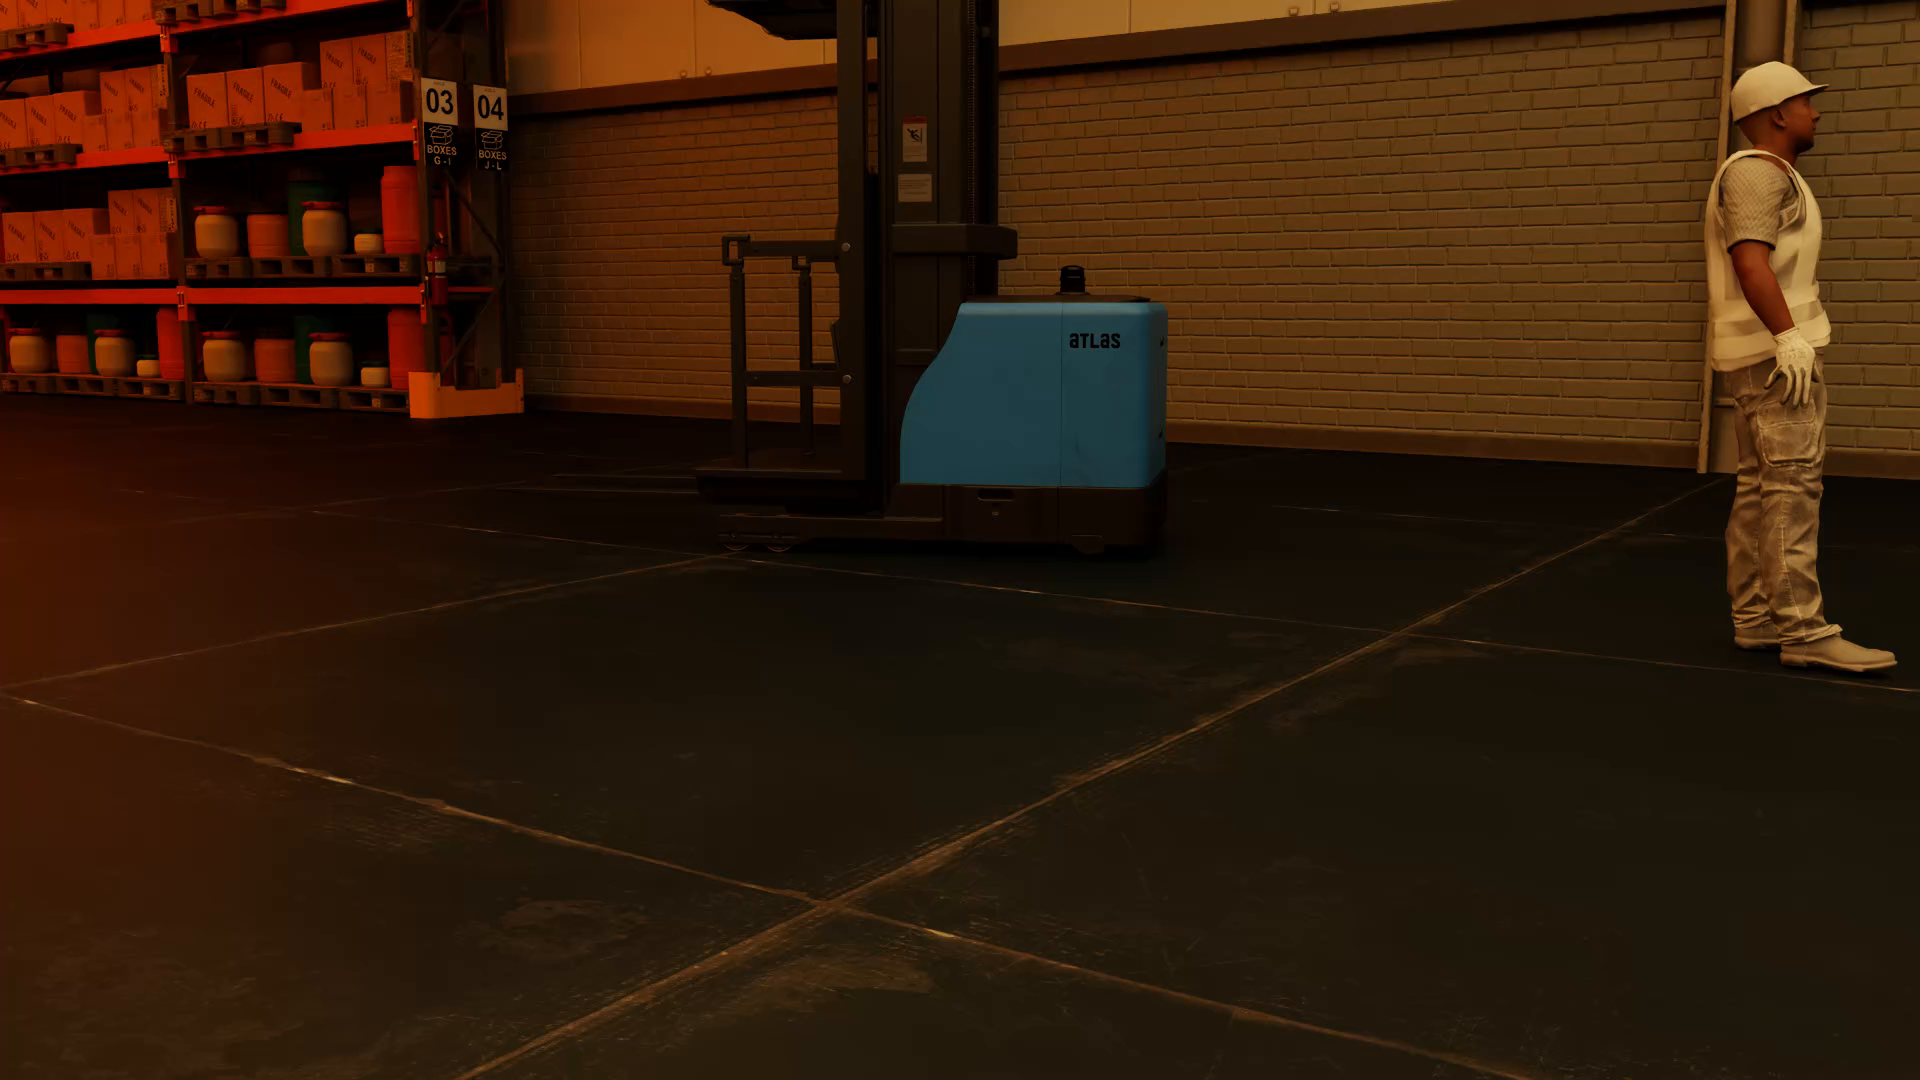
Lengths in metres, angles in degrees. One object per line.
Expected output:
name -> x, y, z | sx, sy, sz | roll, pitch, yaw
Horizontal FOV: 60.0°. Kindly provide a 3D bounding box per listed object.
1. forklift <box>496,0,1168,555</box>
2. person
forklift -> -0.596, -1.469, 7.520 | 3.031, 2.935, 1.130 | 2, 8, 12
person -> 2.542, -0.542, 5.032 | 0.577, 1.782, 0.657 | 3, 9, 23
